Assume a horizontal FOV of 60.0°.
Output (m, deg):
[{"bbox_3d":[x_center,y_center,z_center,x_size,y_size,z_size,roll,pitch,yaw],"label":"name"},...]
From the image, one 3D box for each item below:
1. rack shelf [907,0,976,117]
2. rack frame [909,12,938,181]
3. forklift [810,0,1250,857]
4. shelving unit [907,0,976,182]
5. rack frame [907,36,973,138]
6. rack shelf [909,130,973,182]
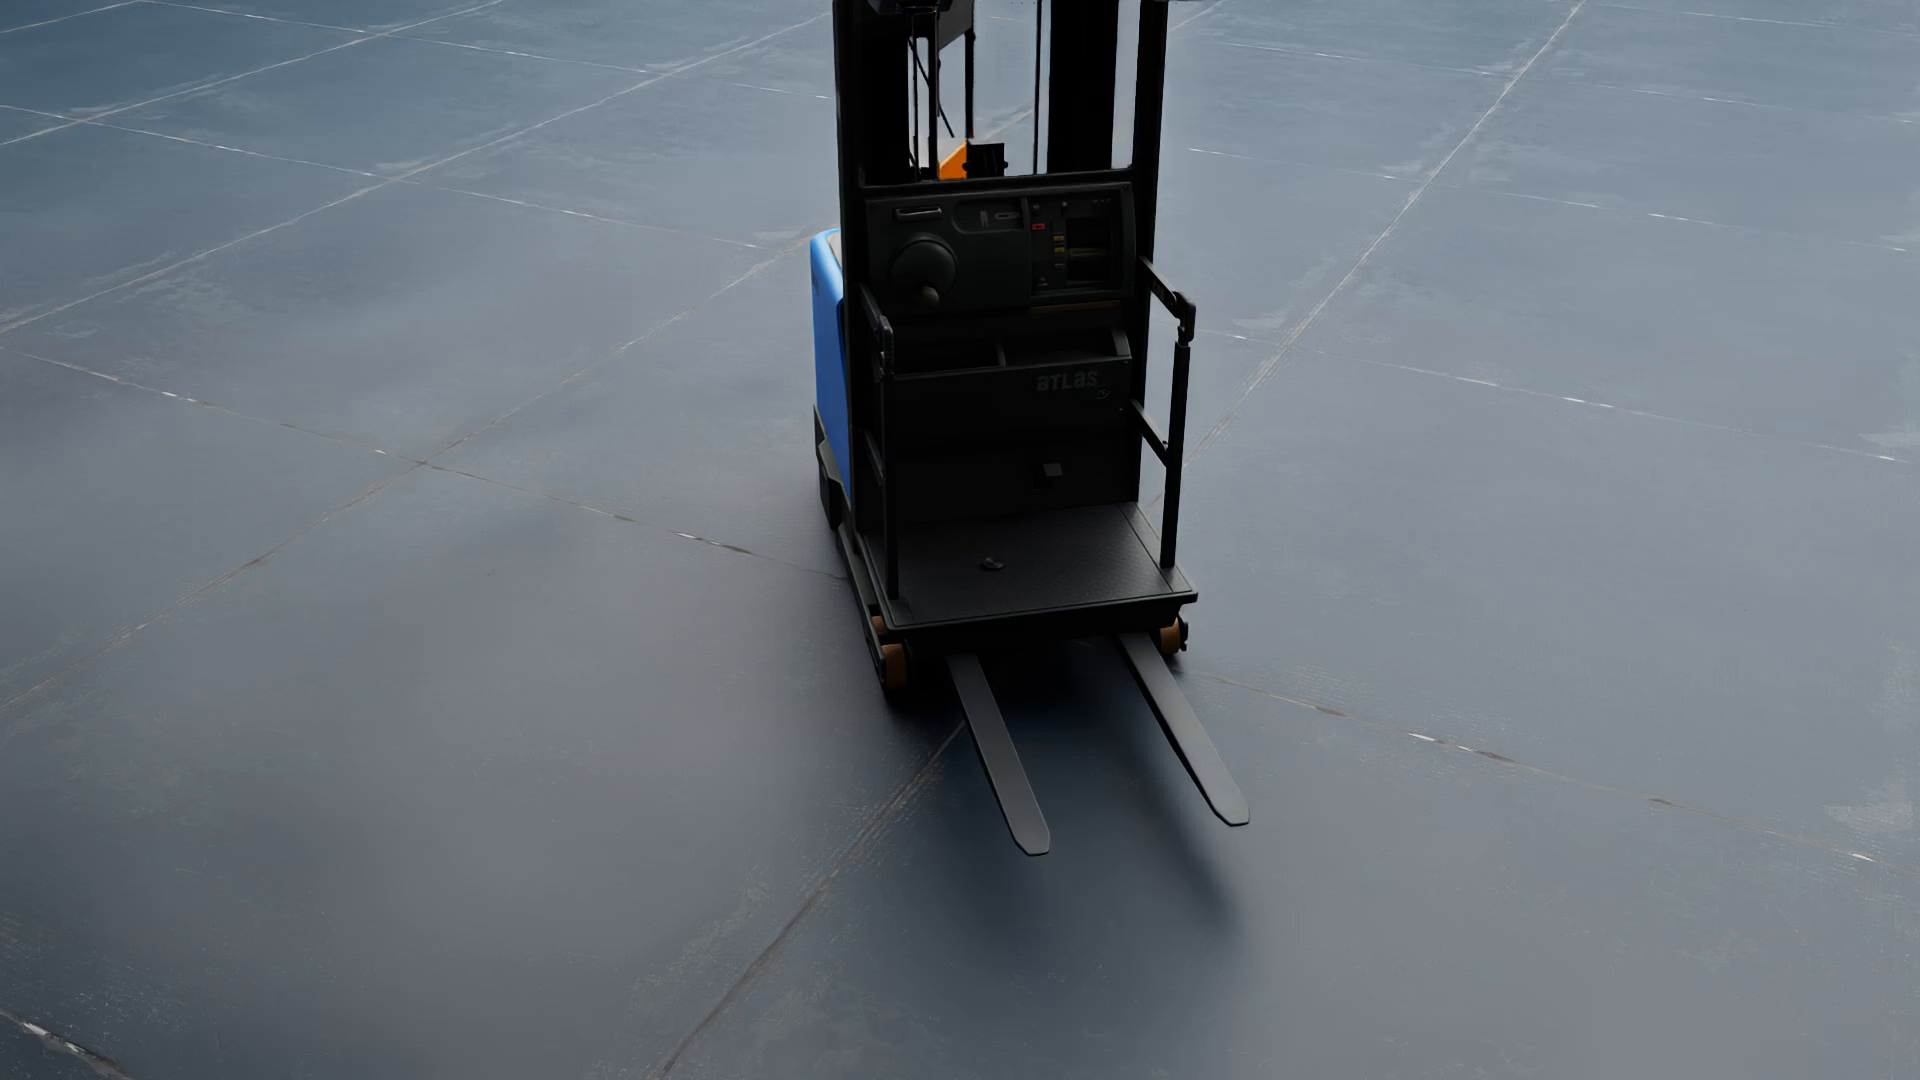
[{"bbox_3d":[-0.211,-2.095,6.906,0.431,0.518,0.480,9,31,15],"label":"rack shelf"},{"bbox_3d":[-0.284,-1.383,7.043,0.400,2.100,0.015,9,31,15],"label":"rack frame"},{"bbox_3d":[0.192,-0.950,5.462,1.130,2.935,3.031,-6,30,-11],"label":"forklift"},{"bbox_3d":[-0.210,-1.497,7.245,0.431,2.100,0.503,9,31,15],"label":"shelving unit"},{"bbox_3d":[-0.135,-1.612,7.447,0.400,2.100,0.015,9,31,15],"label":"rack frame"},{"bbox_3d":[-0.210,-1.486,7.251,0.431,0.518,0.480,9,31,15],"label":"rack shelf"}]
